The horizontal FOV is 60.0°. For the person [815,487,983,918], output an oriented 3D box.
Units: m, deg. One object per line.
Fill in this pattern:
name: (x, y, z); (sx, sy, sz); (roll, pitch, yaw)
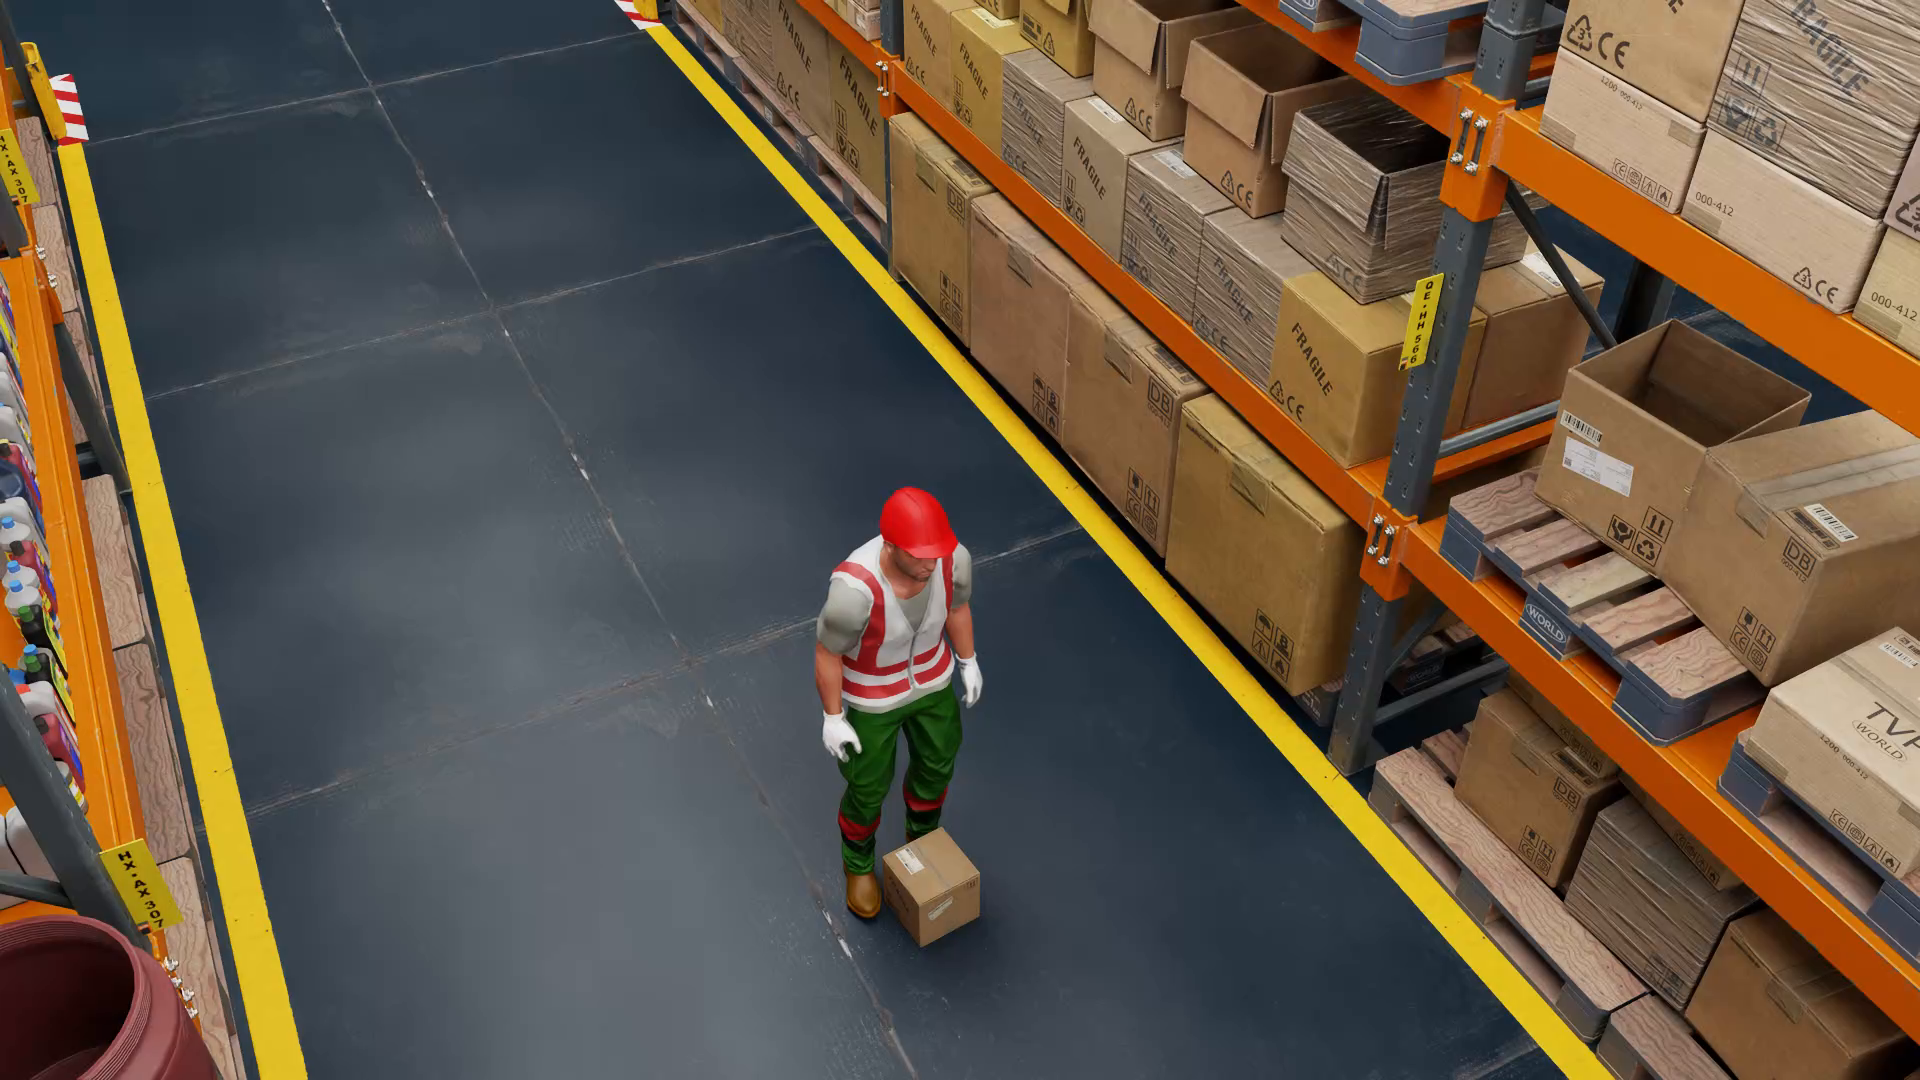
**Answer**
person: (-0.191, 0.516, 5.552); (0.614, 1.778, 0.452); (-21, 45, -23)
